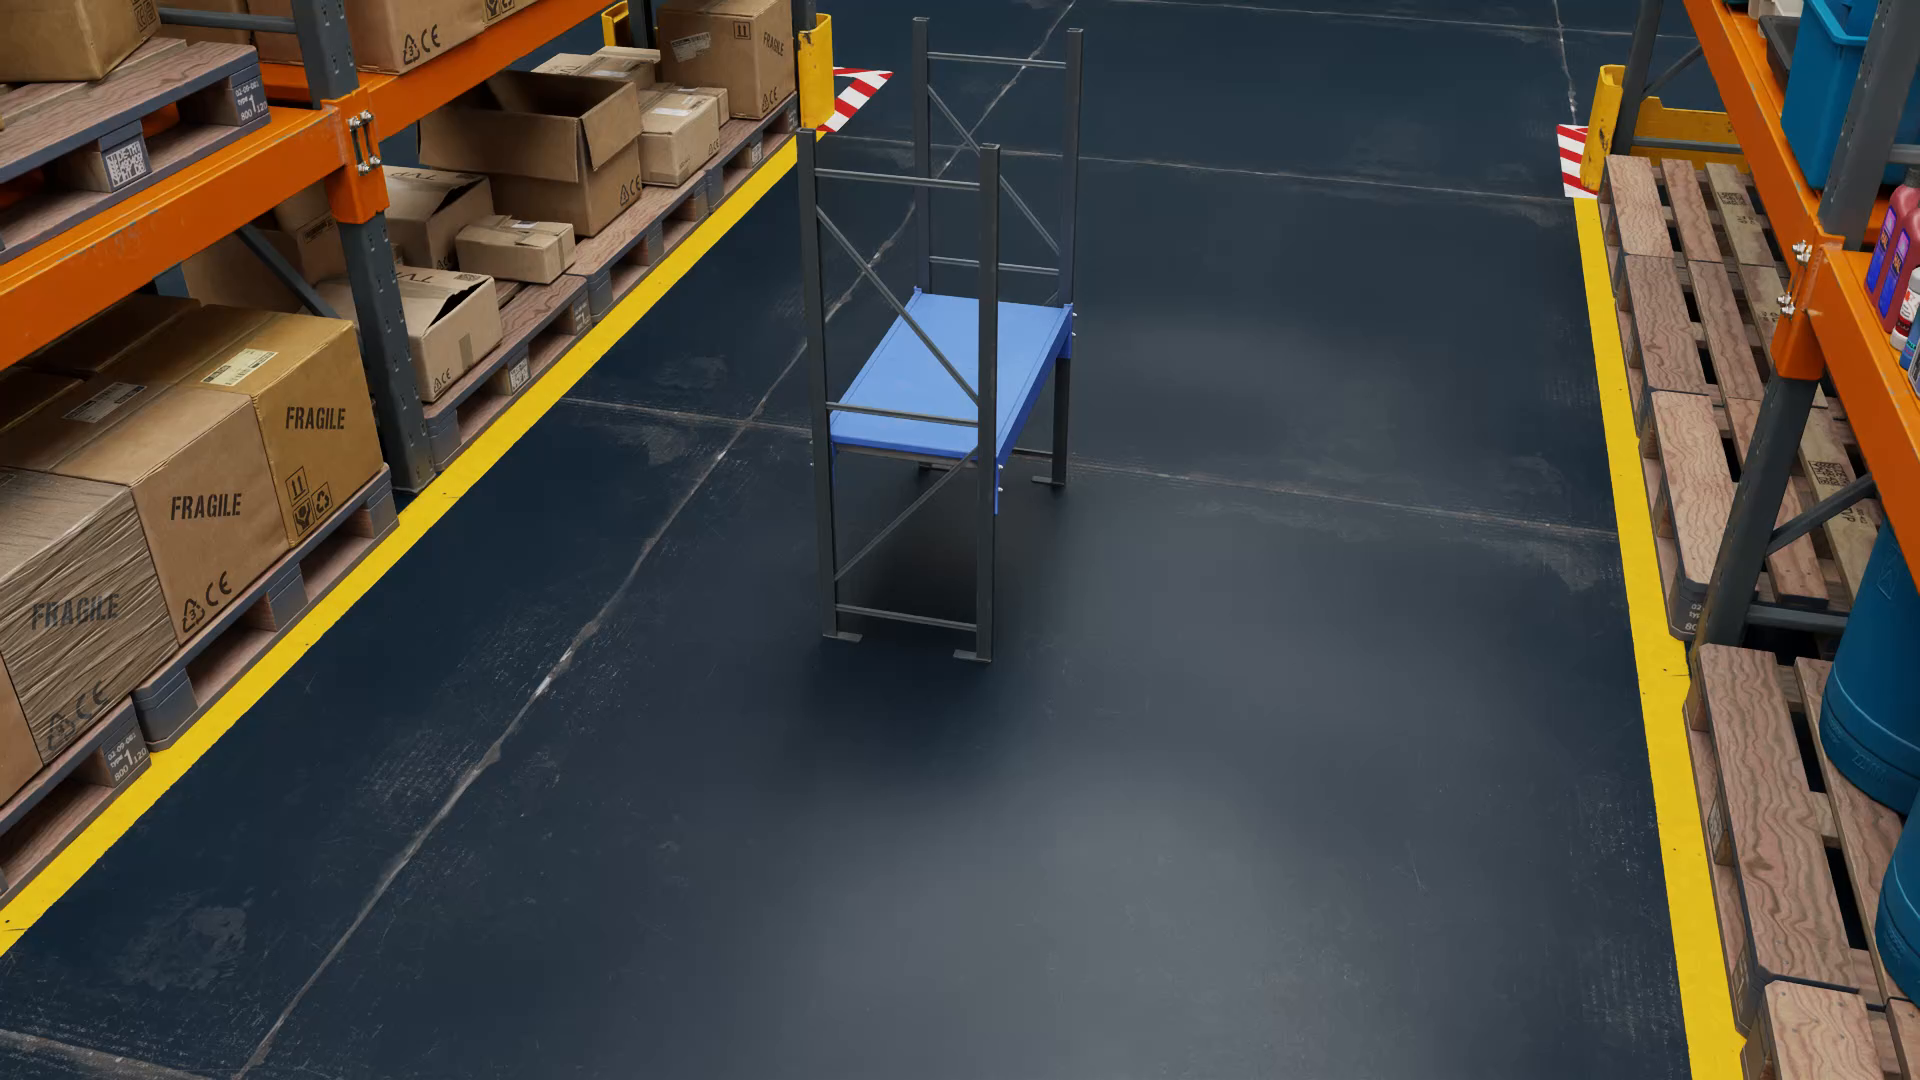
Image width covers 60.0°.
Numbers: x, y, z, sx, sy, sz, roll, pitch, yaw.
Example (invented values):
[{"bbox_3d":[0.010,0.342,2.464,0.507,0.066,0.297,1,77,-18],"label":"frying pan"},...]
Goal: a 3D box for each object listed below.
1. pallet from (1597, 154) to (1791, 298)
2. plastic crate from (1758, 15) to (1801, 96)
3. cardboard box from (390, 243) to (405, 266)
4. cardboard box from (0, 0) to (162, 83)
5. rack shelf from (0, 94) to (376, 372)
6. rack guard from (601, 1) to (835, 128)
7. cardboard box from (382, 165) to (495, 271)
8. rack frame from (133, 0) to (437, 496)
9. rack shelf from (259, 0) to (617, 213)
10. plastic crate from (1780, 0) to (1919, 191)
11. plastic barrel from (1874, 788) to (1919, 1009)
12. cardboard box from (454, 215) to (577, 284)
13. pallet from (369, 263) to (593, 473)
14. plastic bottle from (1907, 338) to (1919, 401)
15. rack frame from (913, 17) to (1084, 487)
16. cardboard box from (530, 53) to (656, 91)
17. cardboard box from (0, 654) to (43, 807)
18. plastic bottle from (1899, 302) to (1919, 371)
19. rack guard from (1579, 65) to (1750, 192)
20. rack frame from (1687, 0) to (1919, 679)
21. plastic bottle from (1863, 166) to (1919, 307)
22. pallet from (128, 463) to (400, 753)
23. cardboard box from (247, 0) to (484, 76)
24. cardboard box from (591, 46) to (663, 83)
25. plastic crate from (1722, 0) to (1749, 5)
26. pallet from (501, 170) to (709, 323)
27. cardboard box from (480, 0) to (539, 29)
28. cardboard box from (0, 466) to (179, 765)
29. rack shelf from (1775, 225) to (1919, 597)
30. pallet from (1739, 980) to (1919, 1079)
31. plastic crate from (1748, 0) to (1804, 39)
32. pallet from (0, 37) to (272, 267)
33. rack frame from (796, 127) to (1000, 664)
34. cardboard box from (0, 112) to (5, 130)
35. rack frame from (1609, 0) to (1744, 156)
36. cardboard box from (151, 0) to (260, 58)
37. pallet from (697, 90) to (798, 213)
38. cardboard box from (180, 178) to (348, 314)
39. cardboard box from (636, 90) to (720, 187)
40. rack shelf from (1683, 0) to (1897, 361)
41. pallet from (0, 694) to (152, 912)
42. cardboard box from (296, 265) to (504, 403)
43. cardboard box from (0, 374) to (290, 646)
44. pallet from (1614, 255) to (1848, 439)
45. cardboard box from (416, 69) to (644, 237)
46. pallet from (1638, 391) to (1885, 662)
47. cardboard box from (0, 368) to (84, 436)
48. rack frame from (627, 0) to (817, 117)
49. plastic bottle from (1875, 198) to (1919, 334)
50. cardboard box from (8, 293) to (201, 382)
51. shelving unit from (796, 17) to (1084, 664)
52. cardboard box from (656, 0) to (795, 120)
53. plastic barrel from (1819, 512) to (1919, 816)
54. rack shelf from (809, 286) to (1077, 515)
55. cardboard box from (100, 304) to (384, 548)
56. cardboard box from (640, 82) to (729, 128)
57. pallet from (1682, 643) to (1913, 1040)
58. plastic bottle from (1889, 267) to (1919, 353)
[{"bbox_3d":[3.305,-1.311,7.115,1.003,0.211,1.213,8,33,12],"label":"pallet"},{"bbox_3d":[2.561,-1.361,4.795,0.437,0.125,0.590,8,33,12],"label":"plastic crate"},{"bbox_3d":[-2.346,-1.030,6.322,0.380,0.149,0.250,8,33,12],"label":"cardboard box"},{"bbox_3d":[-2.590,-1.515,4.352,0.700,0.500,0.500,-3,33,-4],"label":"cardboard box"},{"bbox_3d":[-2.761,-0.169,3.391,1.077,0.370,4.000,8,33,12],"label":"rack shelf"},{"bbox_3d":[-1.258,-2.492,8.704,1.175,0.500,0.348,8,33,12],"label":"rack guard"},{"bbox_3d":[-2.193,-1.285,6.572,0.500,0.311,0.500,8,33,12],"label":"cardboard box"},{"bbox_3d":[-2.254,-1.511,4.830,1.000,3.000,0.127,8,33,12],"label":"rack frame"},{"bbox_3d":[-1.746,-2.245,6.656,1.077,0.370,4.000,8,33,12],"label":"rack shelf"},{"bbox_3d":[2.325,-1.142,4.209,0.392,0.384,0.575,8,33,12],"label":"plastic crate"},{"bbox_3d":[2.203,0.521,3.198,0.600,0.901,0.708,8,33,12],"label":"plastic barrel"},{"bbox_3d":[-1.728,-1.139,6.477,0.380,0.166,0.250,8,33,12],"label":"cardboard box"},{"bbox_3d":[-2.078,-0.690,6.139,1.003,0.211,1.213,8,33,12],"label":"pallet"},{"bbox_3d":[1.958,-0.404,3.205,0.152,0.276,0.135,8,33,12],"label":"plastic bottle"},{"bbox_3d":[0.107,-0.852,5.193,0.500,1.500,0.032,8,33,12],"label":"rack frame"},{"bbox_3d":[-1.778,-2.109,7.924,0.500,0.250,0.500,8,33,12],"label":"cardboard box"},{"bbox_3d":[-2.490,0.433,3.692,0.500,0.500,0.500,7,33,11],"label":"cardboard box"},{"bbox_3d":[1.961,-0.466,3.307,0.097,0.271,0.097,0,32,0],"label":"plastic bottle"},{"bbox_3d":[3.545,-1.869,7.725,1.175,0.500,0.348,8,33,12],"label":"rack guard"},{"bbox_3d":[2.537,-0.834,3.767,1.000,3.000,0.127,8,33,12],"label":"rack frame"},{"bbox_3d":[2.031,-0.653,3.590,0.061,0.283,0.133,8,33,12],"label":"plastic bottle"},{"bbox_3d":[-2.423,0.093,4.906,1.003,0.211,1.213,8,33,12],"label":"pallet"},{"bbox_3d":[-1.861,-1.780,5.161,0.500,0.500,0.500,9,34,14],"label":"cardboard box"},{"bbox_3d":[-1.677,-2.398,8.474,0.380,0.149,0.250,8,33,12],"label":"cardboard box"},{"bbox_3d":[2.760,-1.942,5.610,0.416,0.233,0.300,8,33,12],"label":"plastic crate"},{"bbox_3d":[-1.771,-1.325,7.138,1.003,0.211,1.213,8,33,12],"label":"pallet"},{"bbox_3d":[-1.734,-2.046,5.580,0.500,0.500,0.500,9,33,13],"label":"cardboard box"},{"bbox_3d":[-2.363,0.169,4.108,0.500,0.500,0.500,8,33,13],"label":"cardboard box"},{"bbox_3d":[2.029,0.507,2.327,1.077,0.370,4.000,8,33,12],"label":"rack shelf"},{"bbox_3d":[1.993,1.372,2.895,1.003,0.211,1.213,8,33,12],"label":"pallet"},{"bbox_3d":[2.688,-1.693,5.307,0.293,0.136,0.466,8,33,12],"label":"plastic crate"},{"bbox_3d":[-2.562,-1.030,4.253,1.003,0.211,1.213,8,33,12],"label":"pallet"},{"bbox_3d":[-0.151,-0.325,4.363,0.500,1.500,0.032,8,33,12],"label":"rack frame"},{"bbox_3d":[-2.703,-1.149,3.777,0.700,0.500,0.500,13,35,20],"label":"cardboard box"},{"bbox_3d":[3.552,-2.910,7.032,1.000,3.000,0.127,8,33,12],"label":"rack frame"},{"bbox_3d":[-2.375,-1.847,5.267,0.500,0.500,0.500,9,33,13],"label":"cardboard box"},{"bbox_3d":[-1.459,-1.956,8.131,1.003,0.211,1.213,8,33,12],"label":"pallet"},{"bbox_3d":[-2.383,-0.976,5.909,0.500,0.500,0.500,8,33,12],"label":"cardboard box"},{"bbox_3d":[-1.408,-1.807,7.450,0.500,0.250,0.500,8,33,12],"label":"cardboard box"},{"bbox_3d":[3.044,-1.569,5.592,1.077,0.370,4.000,8,33,12],"label":"rack shelf"},{"bbox_3d":[-2.731,0.728,3.907,1.003,0.211,1.213,8,33,12],"label":"pallet"},{"bbox_3d":[-1.938,-0.750,5.730,0.500,0.311,0.500,8,33,12],"label":"cardboard box"},{"bbox_3d":[-2.235,-0.091,4.517,0.500,0.500,0.500,8,33,13],"label":"cardboard box"},{"bbox_3d":[2.993,-0.680,6.122,1.003,0.211,1.213,8,33,12],"label":"pallet"},{"bbox_3d":[-1.782,-1.618,6.917,0.797,0.503,0.637,8,33,12],"label":"cardboard box"},{"bbox_3d":[2.686,-0.044,5.123,1.003,0.211,1.213,8,33,12],"label":"pallet"},{"bbox_3d":[-2.737,-0.145,4.603,0.500,0.500,0.500,8,33,13],"label":"cardboard box"},{"bbox_3d":[-1.238,-3.586,8.096,1.000,3.000,0.127,8,33,12],"label":"rack frame"},{"bbox_3d":[1.997,-0.584,3.481,0.061,0.283,0.133,8,33,12],"label":"plastic bottle"},{"bbox_3d":[-2.612,-0.424,5.040,0.500,0.500,0.500,7,33,10],"label":"cardboard box"},{"bbox_3d":[-0.022,-0.589,4.778,0.538,1.500,1.048,8,33,12],"label":"shelving unit"},{"bbox_3d":[-1.138,-2.401,8.152,0.500,0.500,0.500,8,33,12],"label":"cardboard box"},{"bbox_3d":[2.382,0.154,3.776,0.600,0.901,0.708,8,33,12],"label":"plastic barrel"},{"bbox_3d":[-0.022,-0.437,4.875,0.538,0.185,1.000,8,33,12],"label":"rack shelf"},{"bbox_3d":[-2.102,-0.346,4.919,0.500,0.500,0.500,8,33,12],"label":"cardboard box"},{"bbox_3d":[-1.328,-2.063,7.930,0.380,0.166,0.250,8,33,12],"label":"cardboard box"},{"bbox_3d":[2.301,0.737,3.894,1.003,0.211,1.213,8,33,12],"label":"pallet"},{"bbox_3d":[1.986,-0.487,3.405,0.097,0.201,0.097,0,32,0],"label":"plastic bottle"}]
